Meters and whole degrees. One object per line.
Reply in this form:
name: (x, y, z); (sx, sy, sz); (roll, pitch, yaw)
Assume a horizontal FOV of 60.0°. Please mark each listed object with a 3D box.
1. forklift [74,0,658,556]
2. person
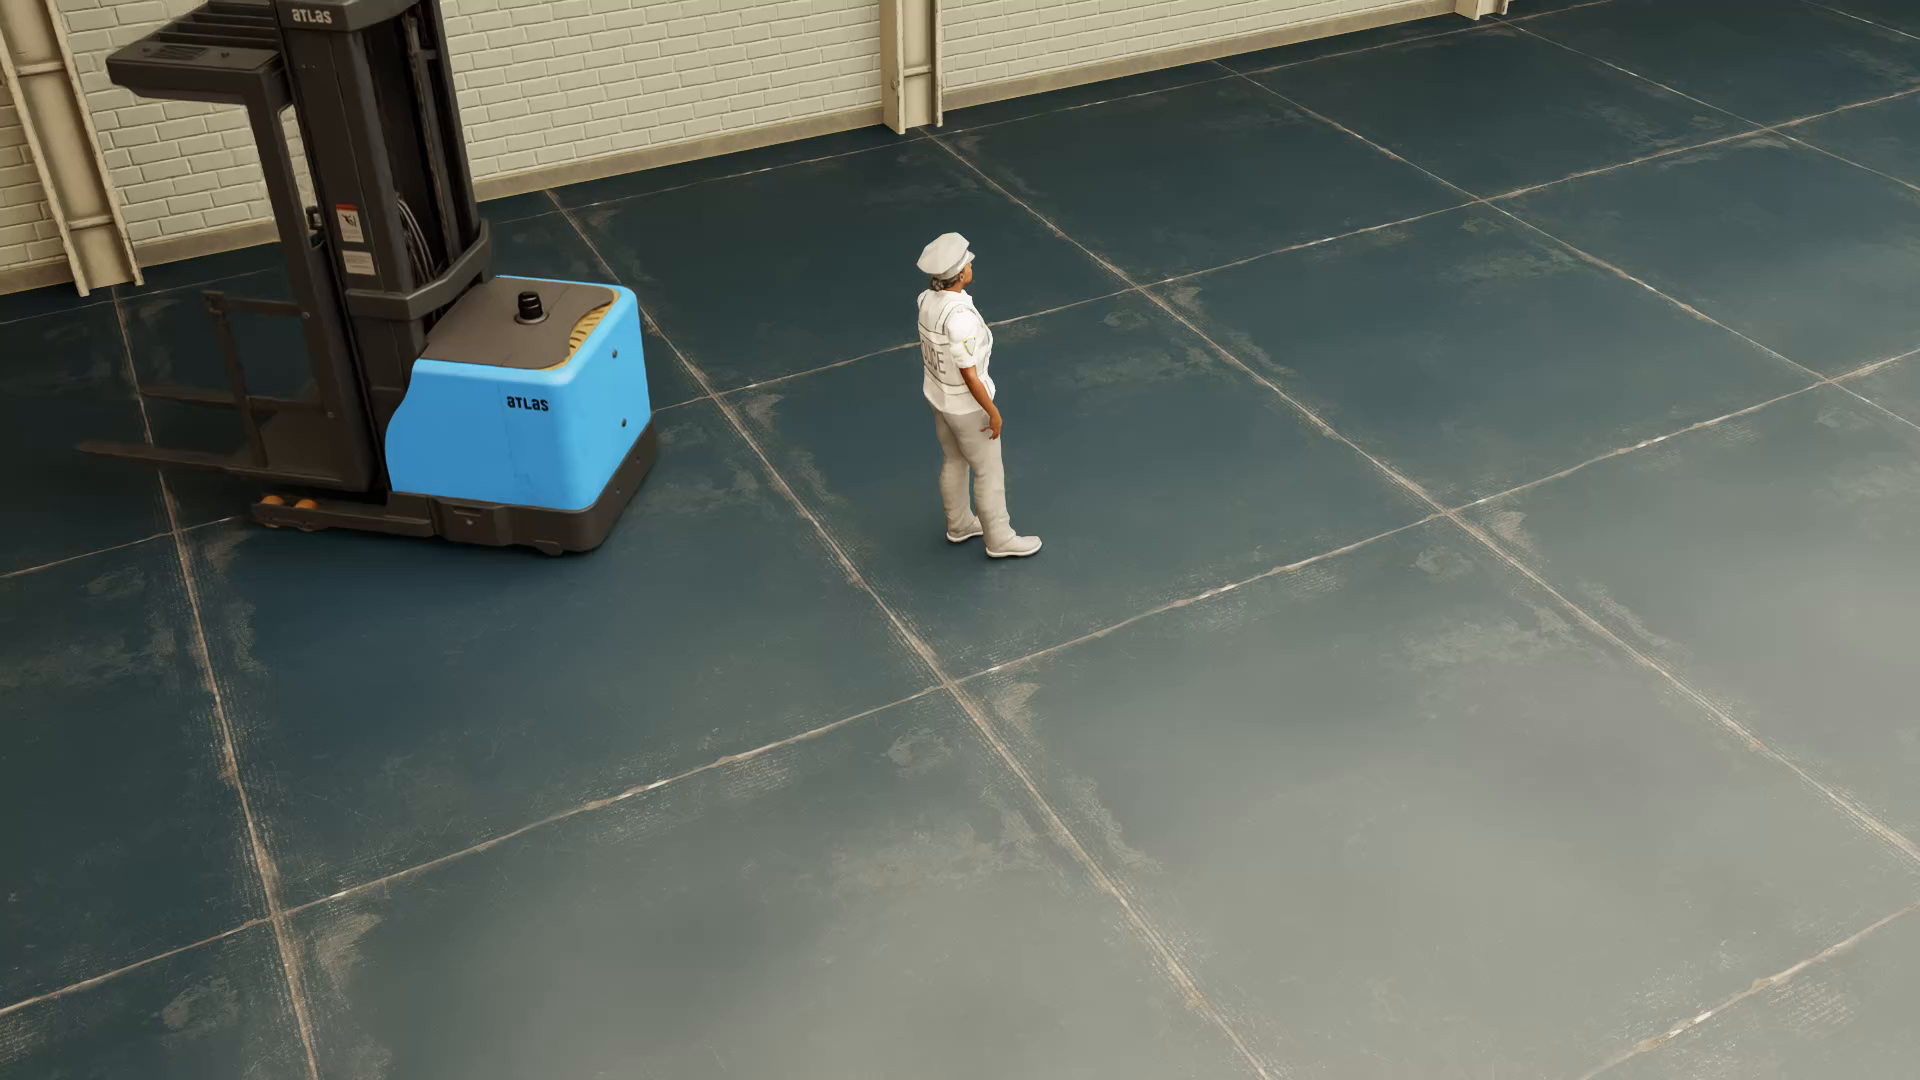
forklift: (-3.241, -1.534, 8.293); (3.031, 2.935, 1.130); (6, 36, 9)
person: (0.075, -0.709, 8.184); (0.528, 1.697, 0.570); (-17, 39, -23)
